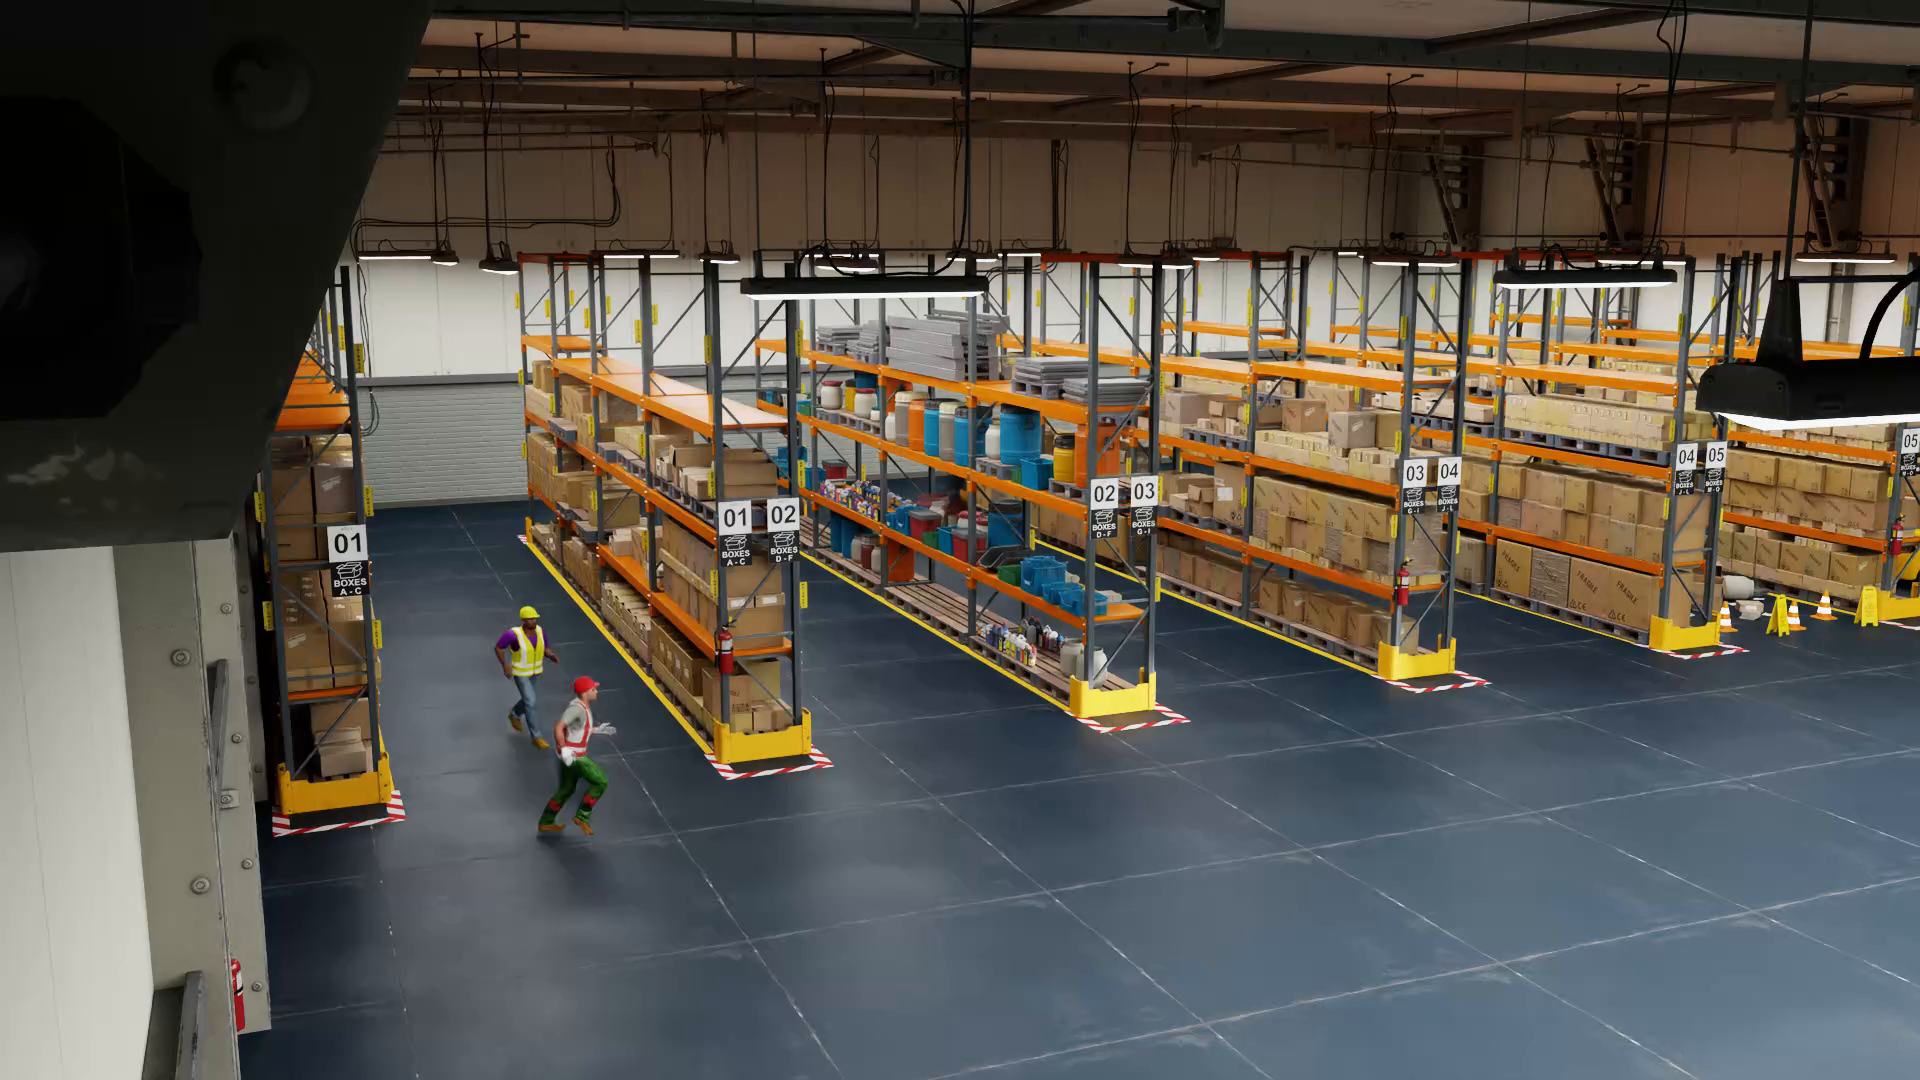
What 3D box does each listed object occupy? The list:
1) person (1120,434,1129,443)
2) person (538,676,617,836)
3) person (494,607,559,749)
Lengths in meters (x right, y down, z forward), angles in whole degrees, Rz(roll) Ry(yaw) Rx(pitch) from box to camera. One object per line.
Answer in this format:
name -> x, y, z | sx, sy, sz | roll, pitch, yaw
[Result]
person -> 4.060, -1.999, 41.587 | 0.568, 1.585, 0.839 | 4, 11, 23
person -> -4.086, 2.304, 17.668 | 0.856, 1.740, 0.665 | -2, 11, -9
person -> -5.467, 1.685, 20.937 | 0.948, 1.761, 0.668 | 8, 13, 38
